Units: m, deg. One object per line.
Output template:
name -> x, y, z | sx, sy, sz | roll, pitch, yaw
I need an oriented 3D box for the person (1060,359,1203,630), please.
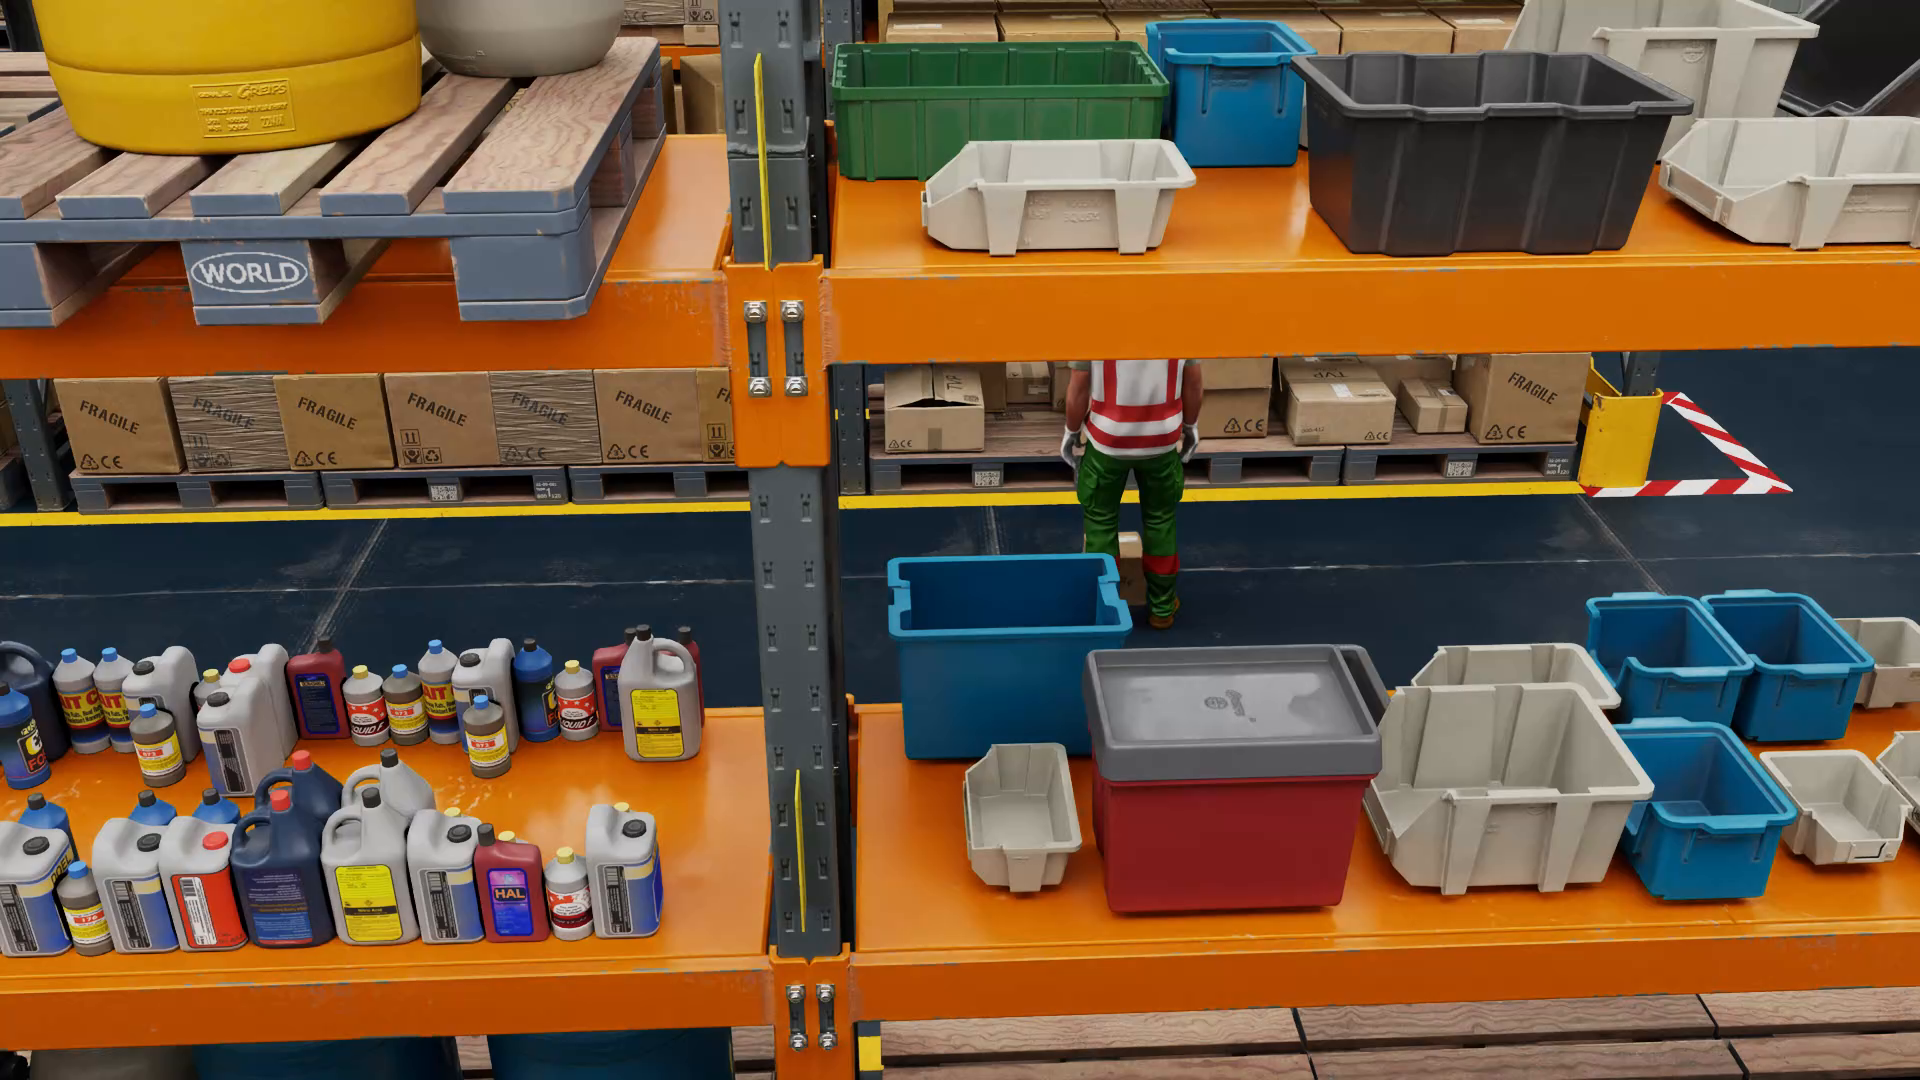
person -> 0.716, -0.440, 6.955 | 0.592, 1.778, 0.447 | -2, 27, -5
